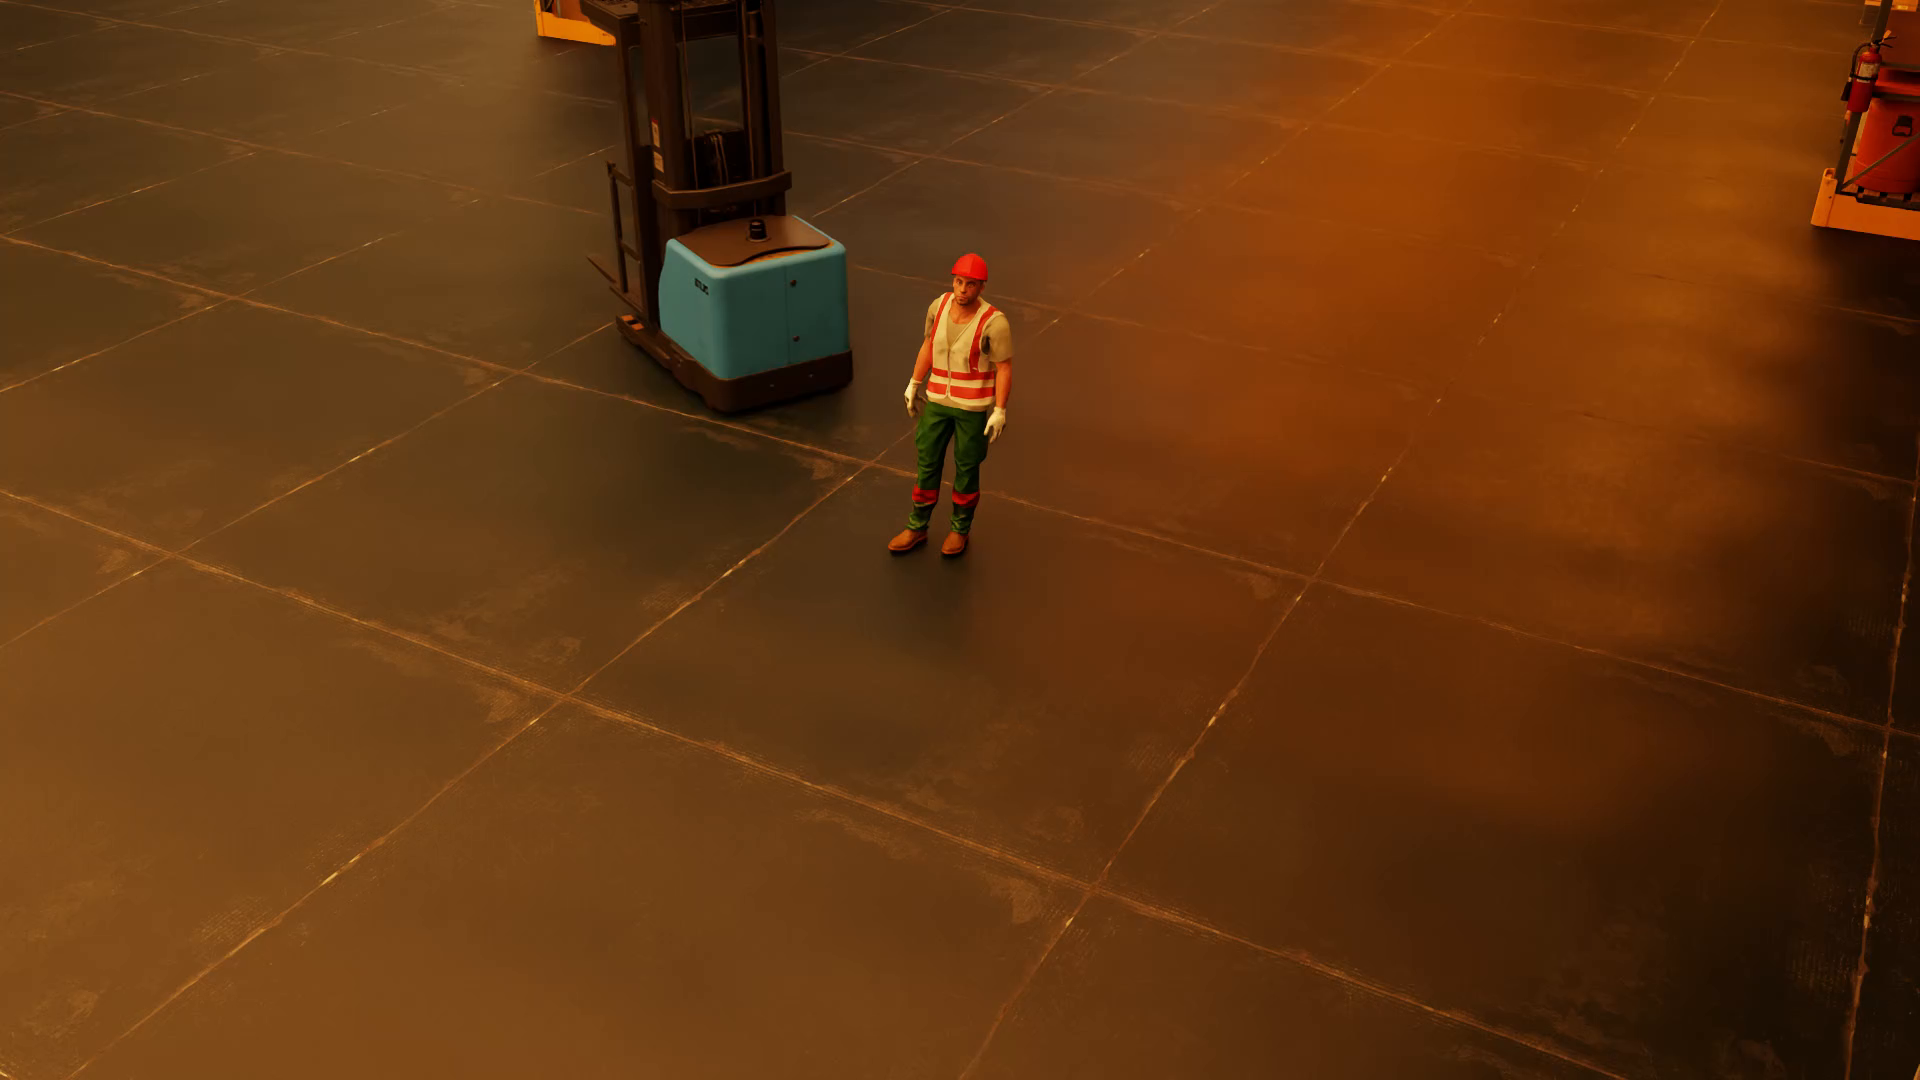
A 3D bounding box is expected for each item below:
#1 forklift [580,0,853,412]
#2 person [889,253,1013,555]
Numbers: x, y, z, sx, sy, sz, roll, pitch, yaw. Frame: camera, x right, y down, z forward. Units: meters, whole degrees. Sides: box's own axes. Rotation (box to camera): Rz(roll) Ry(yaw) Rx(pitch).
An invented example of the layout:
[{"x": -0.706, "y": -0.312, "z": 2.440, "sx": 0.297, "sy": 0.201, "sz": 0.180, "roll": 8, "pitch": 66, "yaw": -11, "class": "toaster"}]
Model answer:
[{"x": -1.963, "y": -2.845, "z": 12.000, "sx": 1.130, "sy": 2.935, "sz": 3.031, "roll": -17, "pitch": 34, "yaw": -27, "class": "forklift"}, {"x": -0.050, "y": -0.749, "z": 9.496, "sx": 0.637, "sy": 1.790, "sz": 0.562, "roll": 15, "pitch": 33, "yaw": 25, "class": "person"}]
